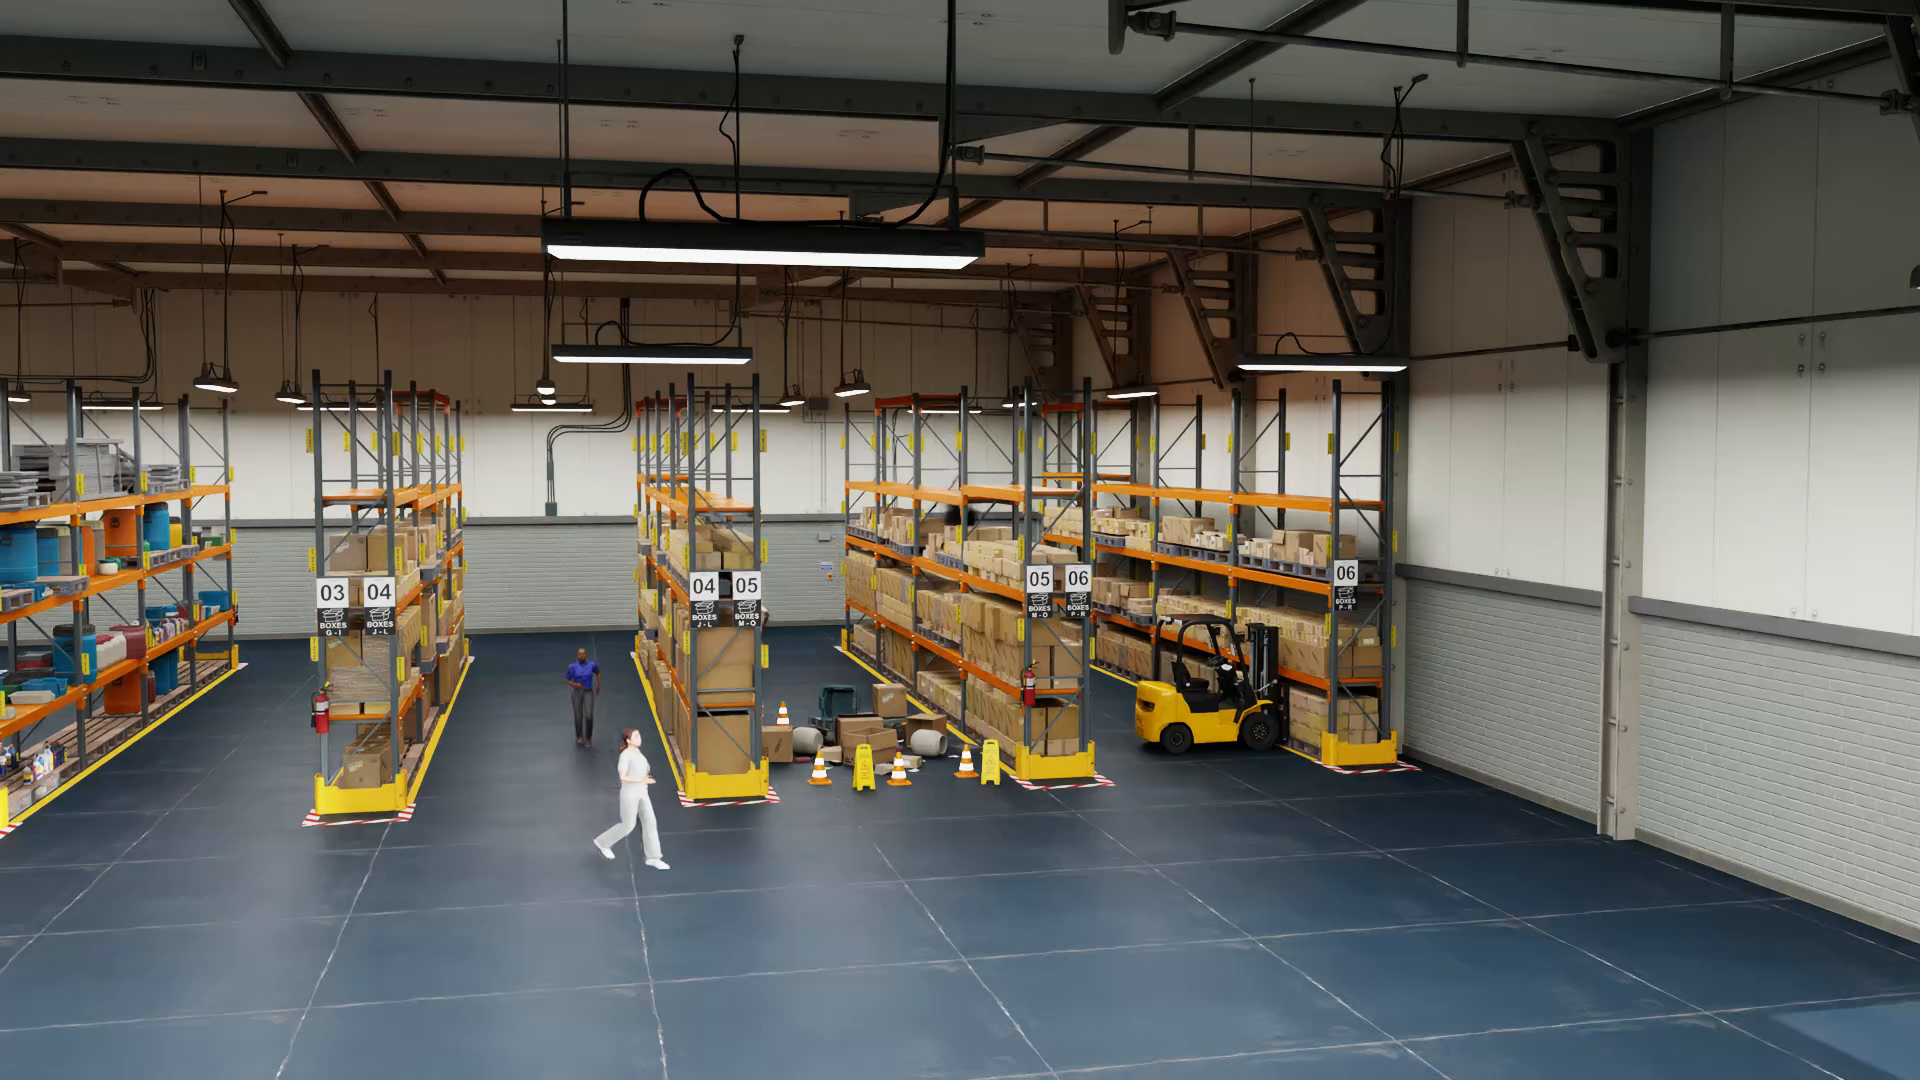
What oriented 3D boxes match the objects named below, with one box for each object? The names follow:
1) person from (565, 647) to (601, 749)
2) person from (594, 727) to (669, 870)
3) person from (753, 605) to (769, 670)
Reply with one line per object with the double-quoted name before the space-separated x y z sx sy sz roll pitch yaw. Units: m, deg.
"person" -6.198 2.611 27.390 0.584 1.710 0.718 -1 3 -15
"person" -3.868 3.028 19.577 0.958 1.675 0.568 1 3 18
"person" -4.592 2.016 36.622 0.683 1.756 0.740 -1 4 -22
